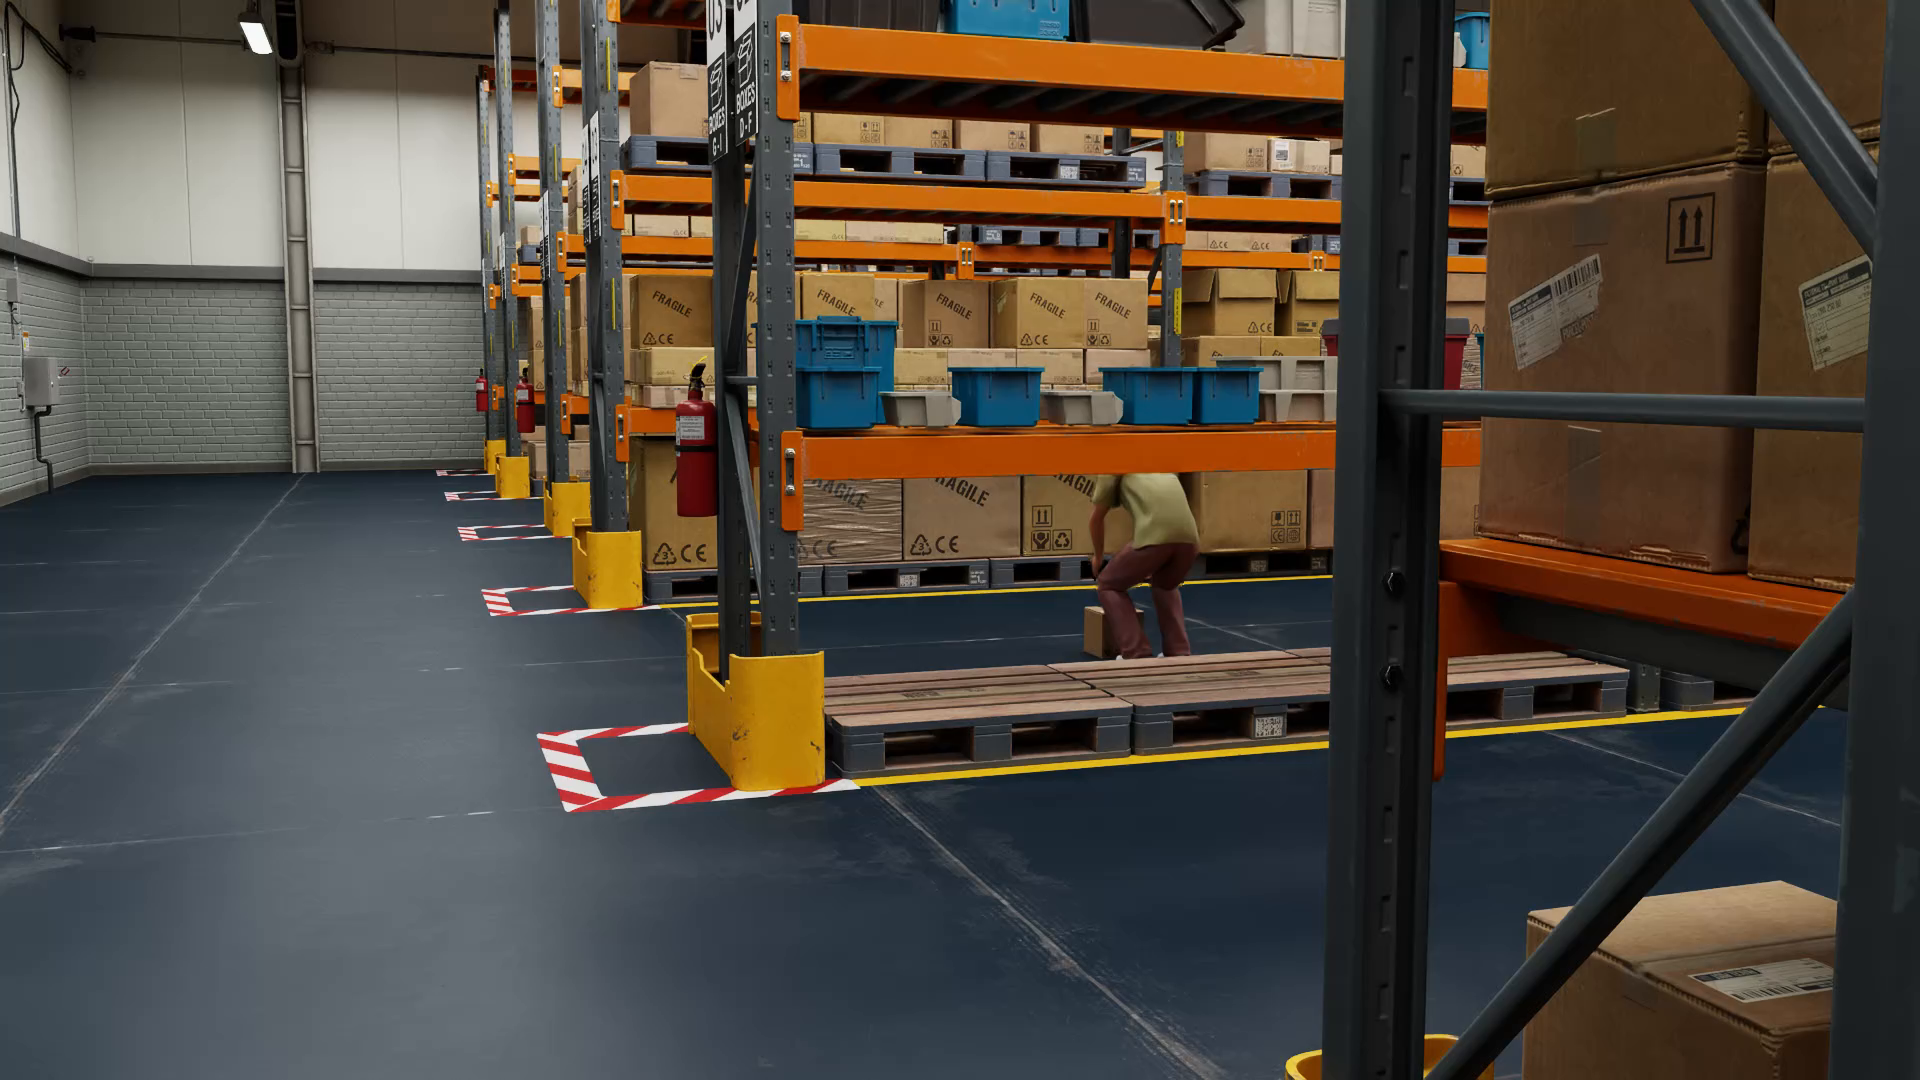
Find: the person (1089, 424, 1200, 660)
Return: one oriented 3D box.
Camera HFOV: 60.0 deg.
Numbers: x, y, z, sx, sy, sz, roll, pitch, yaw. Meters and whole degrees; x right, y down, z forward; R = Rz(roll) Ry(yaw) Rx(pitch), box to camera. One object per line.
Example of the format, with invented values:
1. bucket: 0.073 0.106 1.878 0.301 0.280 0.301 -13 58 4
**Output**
1. person: 0.945 0.036 8.670 0.511 1.275 0.696 -2 6 -19
